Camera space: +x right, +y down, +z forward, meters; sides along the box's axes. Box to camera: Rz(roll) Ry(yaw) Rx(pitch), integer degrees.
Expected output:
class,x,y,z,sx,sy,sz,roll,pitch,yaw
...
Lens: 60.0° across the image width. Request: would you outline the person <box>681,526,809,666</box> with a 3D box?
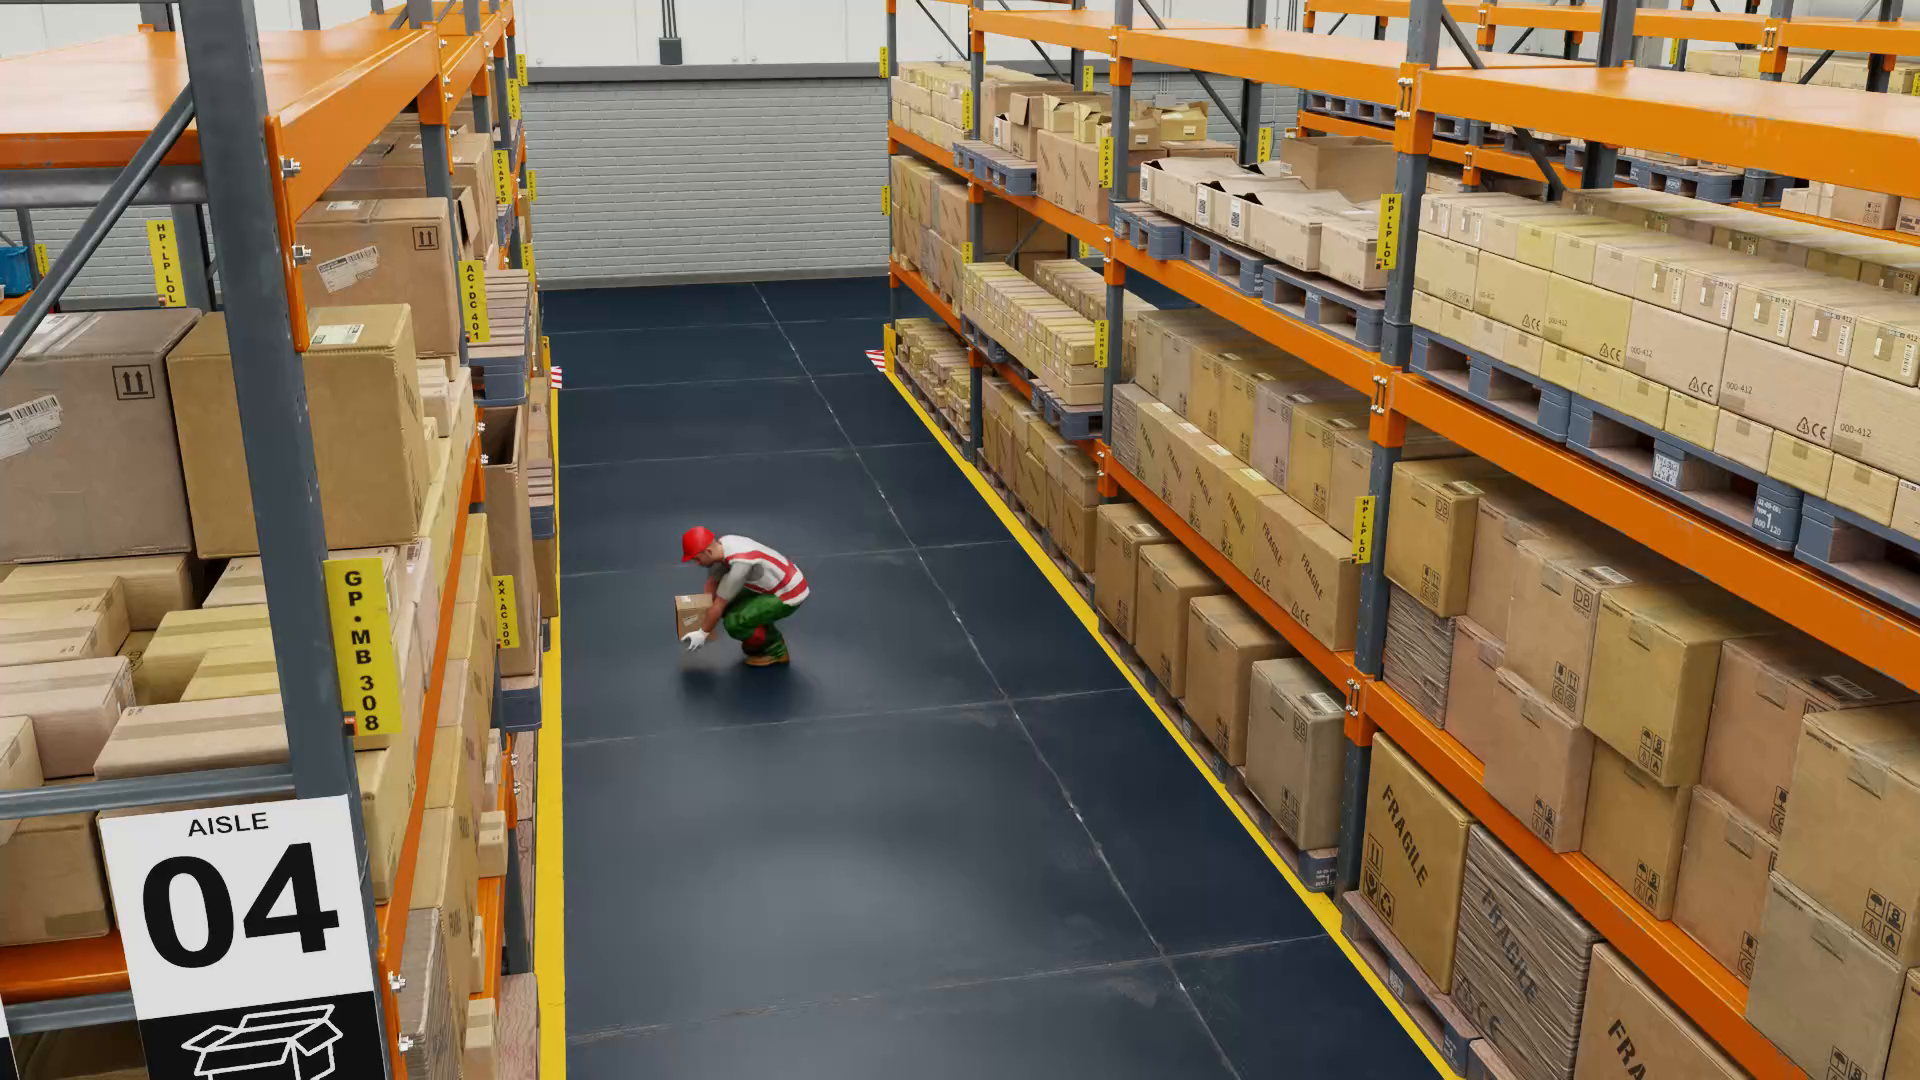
class,x,y,z,sx,sy,sz,roll,pitch,yaw
person,-1.467,0.348,11.246,0.887,1.000,0.547,-5,20,-14
